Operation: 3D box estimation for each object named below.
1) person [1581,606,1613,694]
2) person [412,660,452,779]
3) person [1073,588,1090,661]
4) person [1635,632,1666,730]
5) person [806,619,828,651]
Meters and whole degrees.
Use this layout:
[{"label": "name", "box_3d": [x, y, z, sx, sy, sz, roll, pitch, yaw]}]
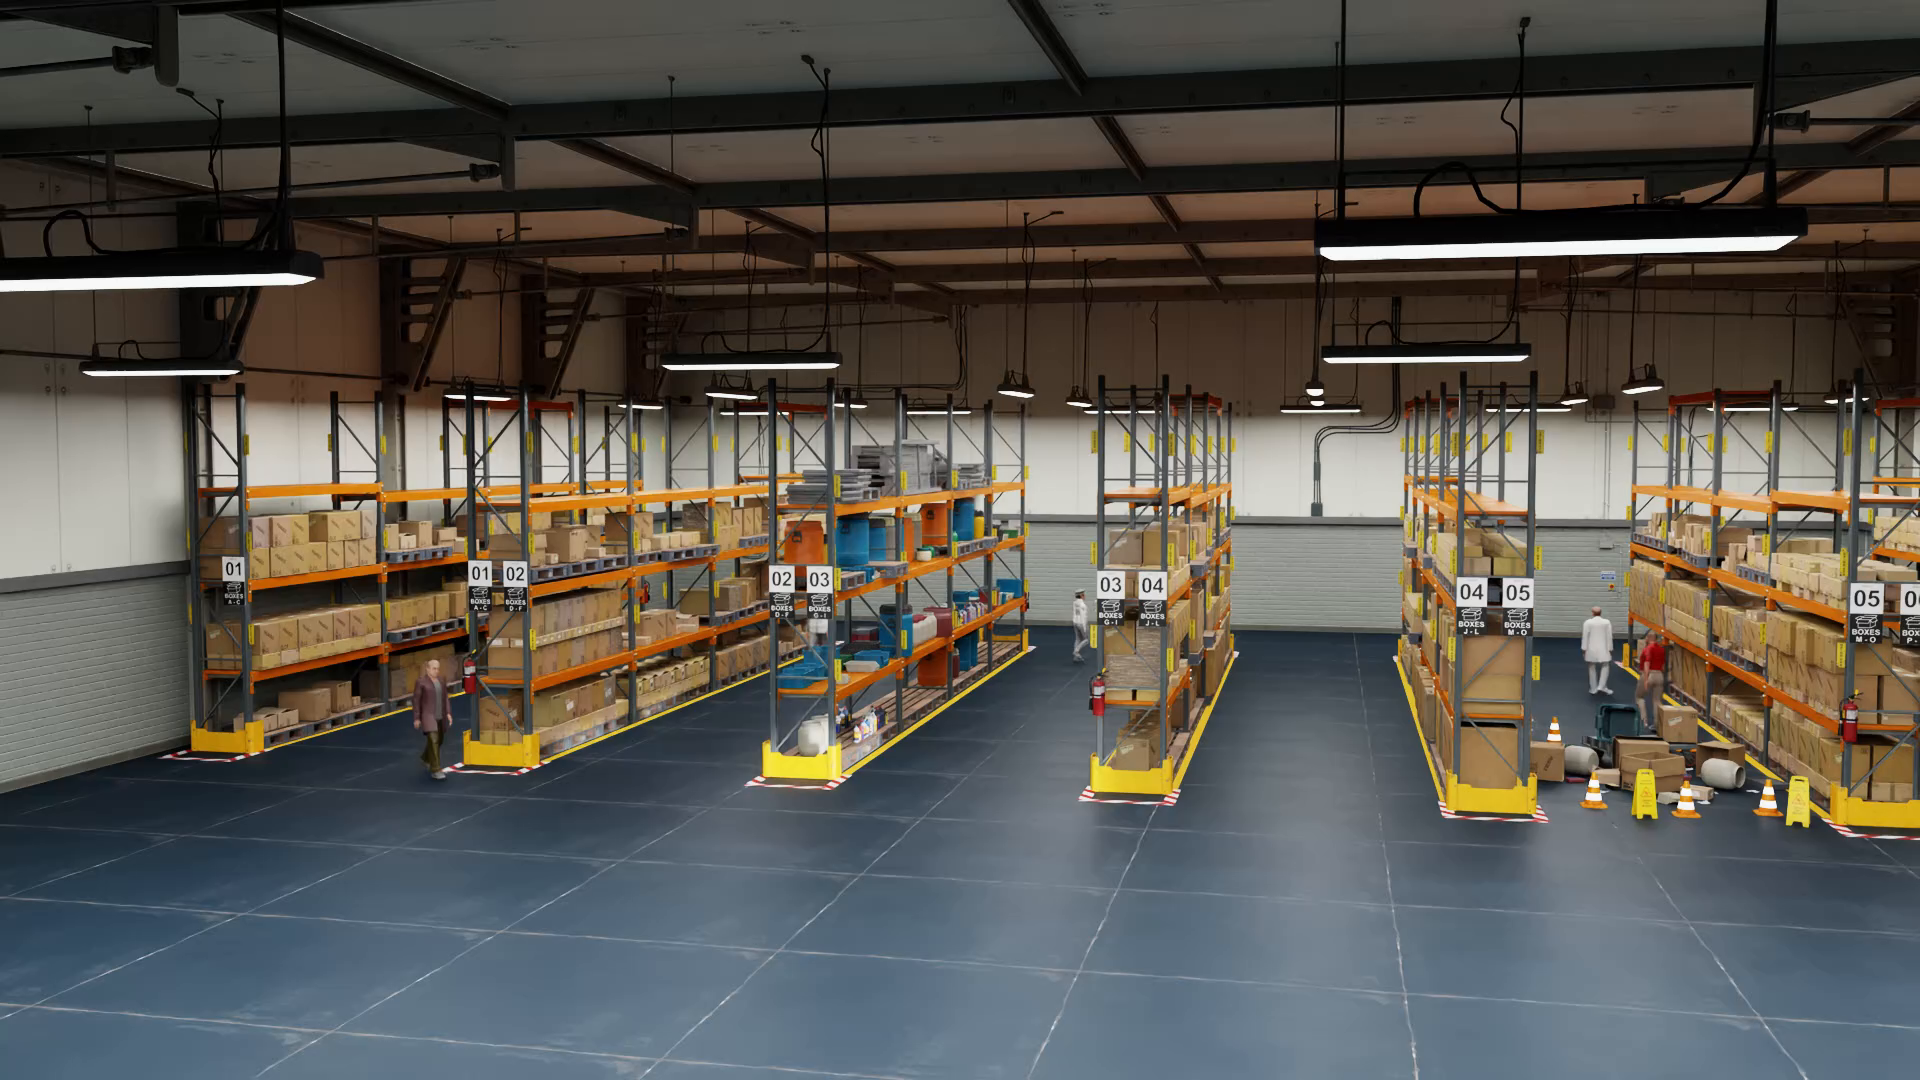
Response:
[{"label": "person", "box_3d": [12.777, 2.212, 33.353, 0.614, 1.775, 0.610, 1, 3, 15]}, {"label": "person", "box_3d": [-7.986, 2.684, 25.169, 0.934, 1.753, 0.568, 2, 4, 30]}, {"label": "person", "box_3d": [2.756, 1.957, 38.368, 0.431, 1.687, 0.506, -1, 4, -21]}, {"label": "person", "box_3d": [12.147, 2.503, 29.123, 0.551, 1.771, 0.541, 0, 3, -5]}, {"label": "person", "box_3d": [-3.149, 2.023, 36.875, 0.624, 1.712, 1.074, 1, 3, 13]}]
